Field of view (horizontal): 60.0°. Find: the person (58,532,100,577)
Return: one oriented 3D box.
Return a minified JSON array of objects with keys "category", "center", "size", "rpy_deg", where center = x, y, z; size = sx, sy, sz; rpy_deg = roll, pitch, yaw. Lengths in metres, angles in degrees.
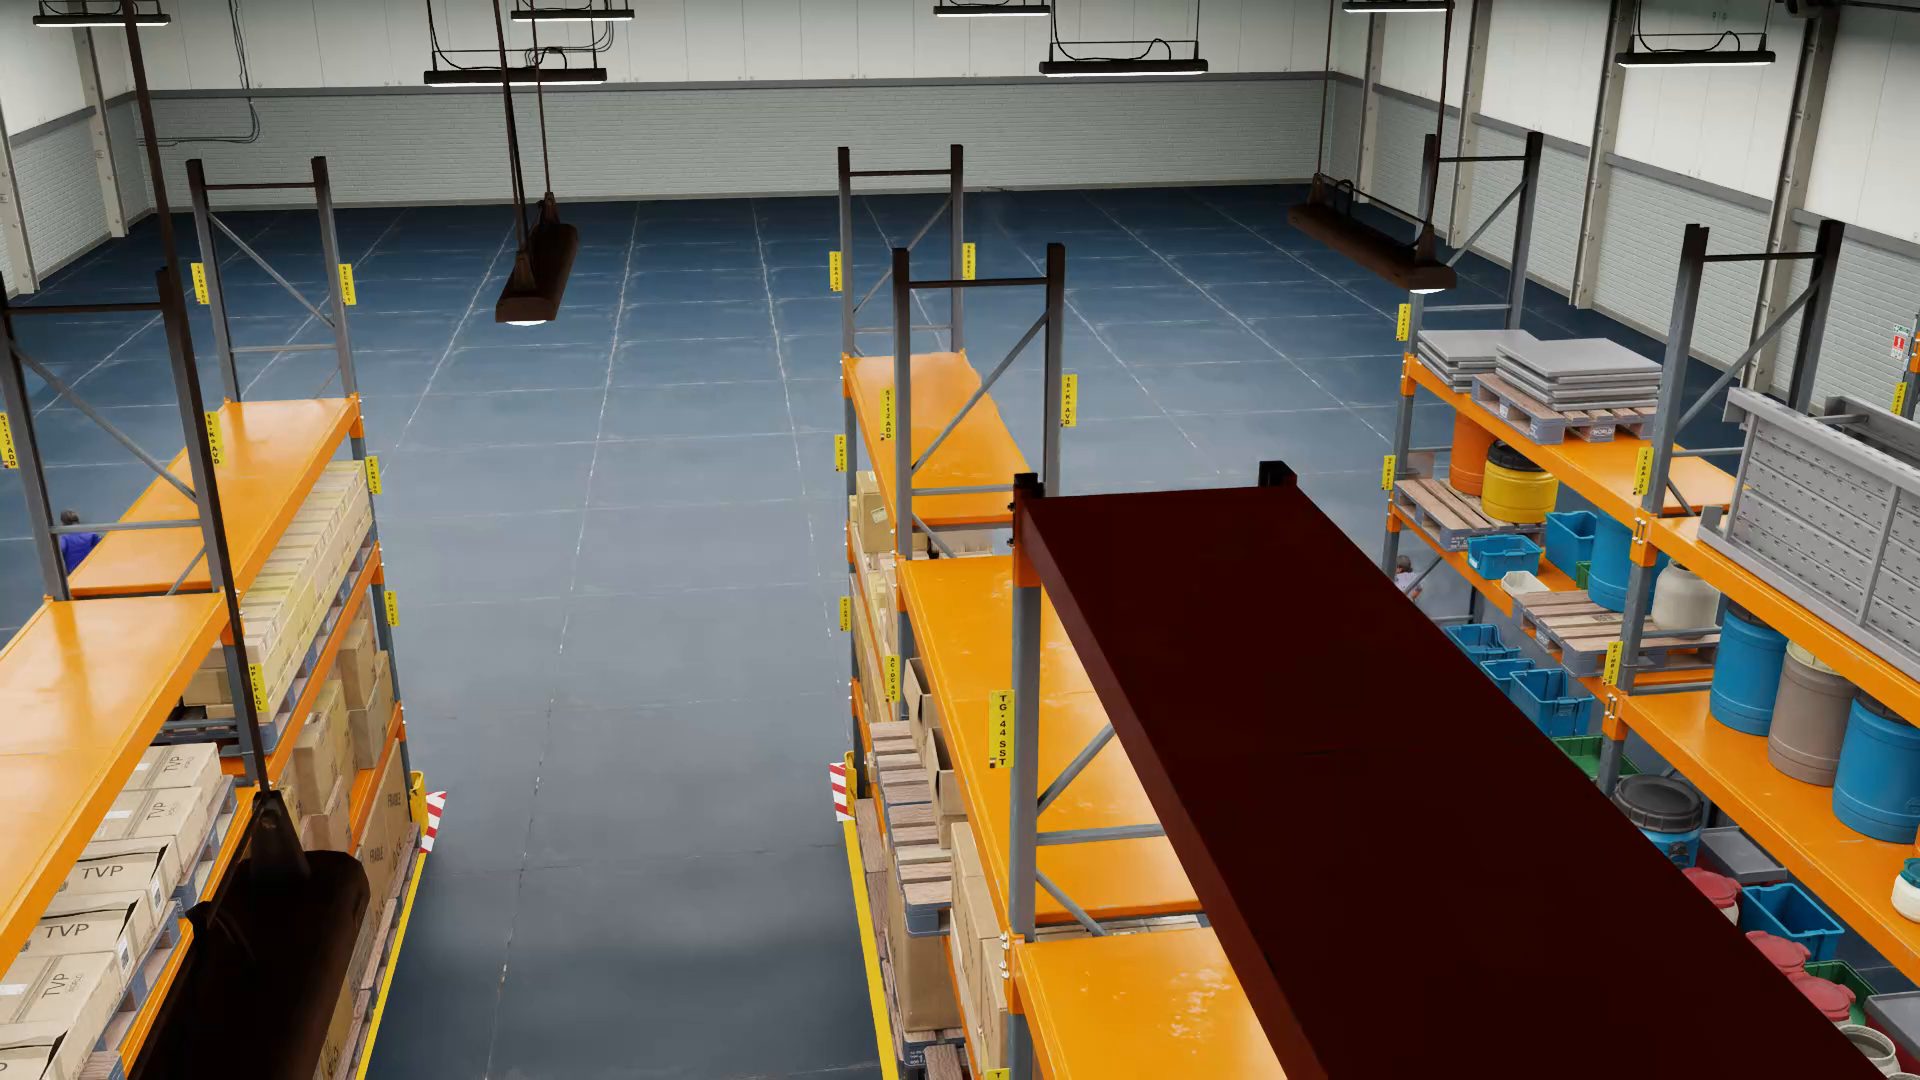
[{"category":"person","center":[-9.571,0.483,18.235],"size":[0.749,1.322,0.518],"rpy_deg":[20,29,40]}]

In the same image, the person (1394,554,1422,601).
[{"category":"person","center":[4.555,0.827,17.315],"size":[0.529,1.504,0.642],"rpy_deg":[16,27,35]}]
